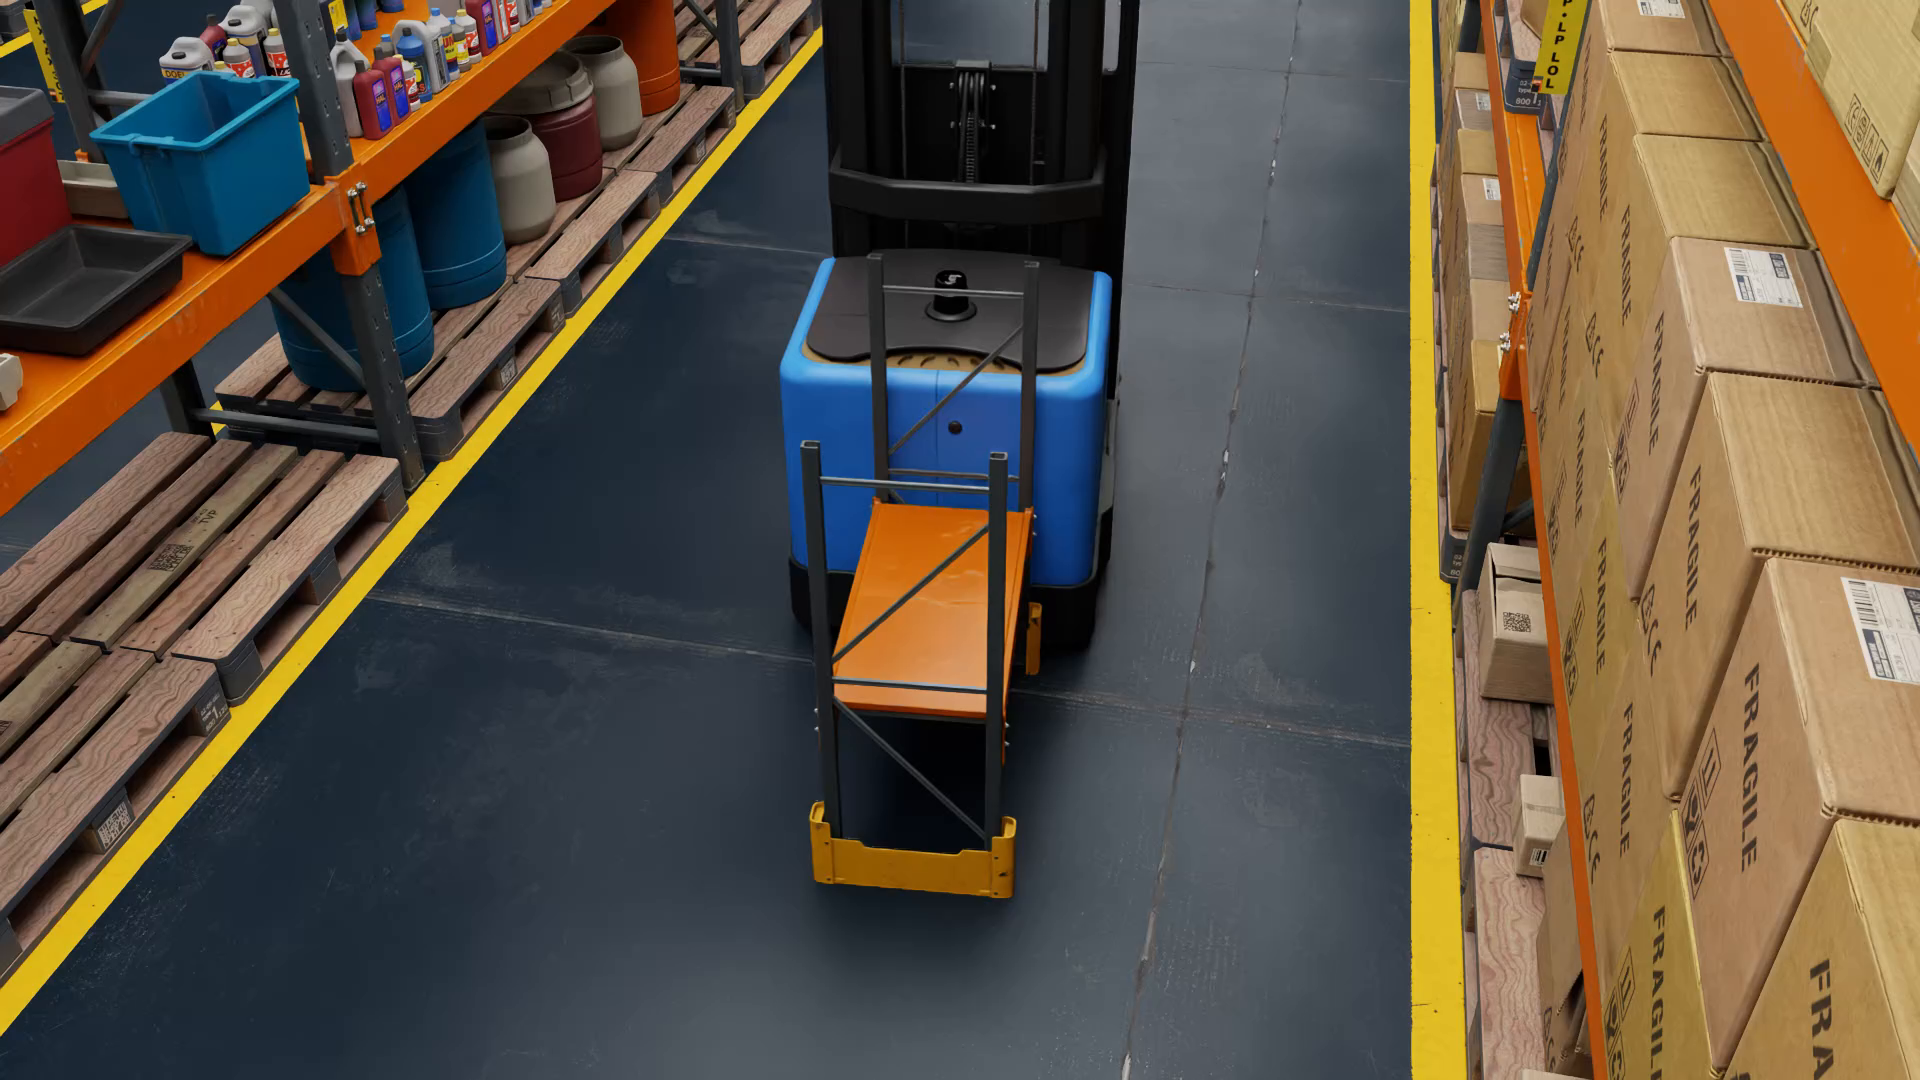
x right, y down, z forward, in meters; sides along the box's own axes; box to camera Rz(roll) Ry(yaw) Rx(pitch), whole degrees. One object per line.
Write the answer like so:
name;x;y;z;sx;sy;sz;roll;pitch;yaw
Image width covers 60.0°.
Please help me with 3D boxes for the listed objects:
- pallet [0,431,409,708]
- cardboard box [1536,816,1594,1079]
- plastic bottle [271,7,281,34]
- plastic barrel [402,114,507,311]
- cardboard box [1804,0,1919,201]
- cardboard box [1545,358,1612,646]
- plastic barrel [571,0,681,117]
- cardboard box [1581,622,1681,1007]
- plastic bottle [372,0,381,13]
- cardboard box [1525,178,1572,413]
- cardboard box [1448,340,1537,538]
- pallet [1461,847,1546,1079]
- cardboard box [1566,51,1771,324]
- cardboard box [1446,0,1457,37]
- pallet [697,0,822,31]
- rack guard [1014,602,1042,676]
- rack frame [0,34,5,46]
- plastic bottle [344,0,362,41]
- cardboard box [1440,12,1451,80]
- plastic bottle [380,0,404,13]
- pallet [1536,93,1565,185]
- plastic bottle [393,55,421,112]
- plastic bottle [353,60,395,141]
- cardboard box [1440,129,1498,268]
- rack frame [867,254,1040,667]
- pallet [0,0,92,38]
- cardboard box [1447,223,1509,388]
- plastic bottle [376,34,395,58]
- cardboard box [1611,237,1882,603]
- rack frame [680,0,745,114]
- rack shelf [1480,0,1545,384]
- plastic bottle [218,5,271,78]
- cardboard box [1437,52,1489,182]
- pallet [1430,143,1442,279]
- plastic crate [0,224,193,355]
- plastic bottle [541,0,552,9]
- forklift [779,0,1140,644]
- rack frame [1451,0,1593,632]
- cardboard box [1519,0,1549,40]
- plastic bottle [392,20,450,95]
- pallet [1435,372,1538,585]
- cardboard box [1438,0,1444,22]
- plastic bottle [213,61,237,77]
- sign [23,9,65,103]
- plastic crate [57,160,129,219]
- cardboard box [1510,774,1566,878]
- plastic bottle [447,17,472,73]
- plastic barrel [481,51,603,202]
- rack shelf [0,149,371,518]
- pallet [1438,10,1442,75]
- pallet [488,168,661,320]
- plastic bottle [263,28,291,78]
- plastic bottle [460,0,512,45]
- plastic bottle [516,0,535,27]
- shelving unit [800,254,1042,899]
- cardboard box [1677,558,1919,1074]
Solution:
pallet;-2.736;0.063;5.983;1.003;0.211;1.213;7;37;10
cardboard box;1.825;1.041;4.010;0.797;0.503;0.637;7;37;10
plastic bottle;-2.599;-2.022;6.526;0.144;0.351;0.185;7;37;10
plastic barrel;-2.333;-1.528;7.233;0.600;0.901;0.708;7;37;10
cardboard box;1.431;-0.631;2.136;0.500;0.250;0.500;7;37;10
cardboard box;1.631;-0.071;3.707;0.500;0.500;0.500;7;37;10
plastic barrel;-1.850;-2.794;9.041;0.600;0.830;0.708;7;37;10
cardboard box;1.416;0.509;2.906;0.500;0.500;0.500;8;37;10
plastic bottle;-2.585;-2.417;7.135;0.152;0.276;0.135;7;37;10
cardboard box;1.846;-0.652;4.508;0.500;0.500;0.500;8;37;11
cardboard box;2.047;-0.354;5.938;0.500;0.500;0.500;7;37;10
pallet;1.815;1.355;4.201;1.003;0.211;1.213;7;37;10
cardboard box;1.736;-0.784;3.838;0.500;0.500;0.500;6;36;9
cardboard box;3.052;-3.076;9.446;0.500;0.311;0.500;7;36;9
pallet;-1.296;-3.793;11.303;1.003;0.211;1.213;7;37;10
rack guard;-0.022;0.315;5.602;0.587;0.250;0.087;4;36;5
rack frame;-6.601;-4.406;9.773;1.000;3.000;0.127;7;37;10
plastic bottle;-2.537;-2.200;6.839;0.097;0.271;0.097;0;36;0
cardboard box;3.056;-2.847;9.608;0.500;0.250;0.500;7;37;9
plastic bottle;-2.459;-2.410;7.129;0.097;0.271;0.097;0;36;0
pallet;2.499;-1.236;5.563;1.003;0.211;1.213;7;37;10
plastic bottle;-2.087;-1.713;6.227;0.097;0.201;0.097;0;36;0
plastic bottle;-2.122;-1.602;6.003;0.061;0.283;0.133;7;37;10
cardboard box;2.481;-1.515;7.540;0.500;0.500;0.500;7;36;9
rack frame;-0.020;-0.202;5.251;0.500;1.500;0.032;4;36;5
pallet;-6.433;-3.725;11.210;1.003;0.211;1.213;7;37;10
cardboard box;2.268;-0.924;6.724;0.500;0.500;0.500;8;37;11
plastic bottle;-2.194;-1.844;6.408;0.097;0.201;0.097;0;36;0
cardboard box;1.516;-0.193;3.023;0.500;0.500;0.500;8;37;11
rack frame;-1.763;-3.785;8.917;1.000;3.000;0.127;7;37;10
rack shelf;2.649;-1.724;6.686;1.077;0.370;4.000;7;37;10
plastic bottle;-2.771;-1.918;6.446;0.152;0.276;0.135;7;37;10
cardboard box;2.699;-2.103;8.351;0.500;0.500;0.500;9;37;12
pallet;2.879;-1.610;8.292;1.003;0.211;1.213;7;37;10
plastic crate;-2.594;-0.730;4.884;0.437;0.125;0.590;7;37;10
plastic bottle;-1.826;-2.440;7.171;0.097;0.271;0.097;0;36;0
forklift;0.097;-1.687;6.079;1.130;2.935;3.031;4;36;5
rack frame;2.221;-0.869;4.893;1.000;3.000;0.127;7;37;10
cardboard box;2.538;-2.100;6.149;0.700;0.500;0.500;-1;36;-2
plastic bottle;-2.068;-1.869;6.379;0.152;0.276;0.135;7;37;10
pallet;2.358;-0.211;6.362;1.003;0.211;1.213;7;37;10
cardboard box;3.274;-3.430;10.412;0.500;0.250;0.500;8;37;11
plastic bottle;-2.723;-1.673;6.172;0.097;0.201;0.097;0;36;0
sign;-3.154;-1.674;5.768;0.100;0.325;0.005;7;37;10
plastic crate;-2.856;-1.161;5.469;0.396;0.136;0.243;7;37;10
cardboard box;1.745;0.811;4.615;0.380;0.166;0.250;7;37;10
plastic bottle;-1.995;-1.958;6.565;0.097;0.201;0.097;0;36;0
plastic barrel;-2.092;-2.049;8.218;0.600;0.588;0.708;7;37;10
rack shelf;-3.044;-0.054;4.382;1.077;0.370;4.000;7;37;10
pallet;3.552;-3.198;10.482;1.003;0.211;1.213;7;37;10
pallet;-2.153;-1.502;8.142;1.003;0.211;1.213;7;37;10
plastic bottle;-2.645;-1.883;6.461;0.097;0.201;0.097;0;36;0
plastic bottle;-1.948;-2.190;6.822;0.152;0.276;0.135;7;37;10
plastic bottle;-1.899;-2.323;7.005;0.152;0.276;0.135;7;37;10
shelving unit;-0.078;0.100;4.835;0.587;1.500;1.083;4;36;5
cardboard box;1.300;0.399;2.206;0.500;0.500;0.500;8;37;11
